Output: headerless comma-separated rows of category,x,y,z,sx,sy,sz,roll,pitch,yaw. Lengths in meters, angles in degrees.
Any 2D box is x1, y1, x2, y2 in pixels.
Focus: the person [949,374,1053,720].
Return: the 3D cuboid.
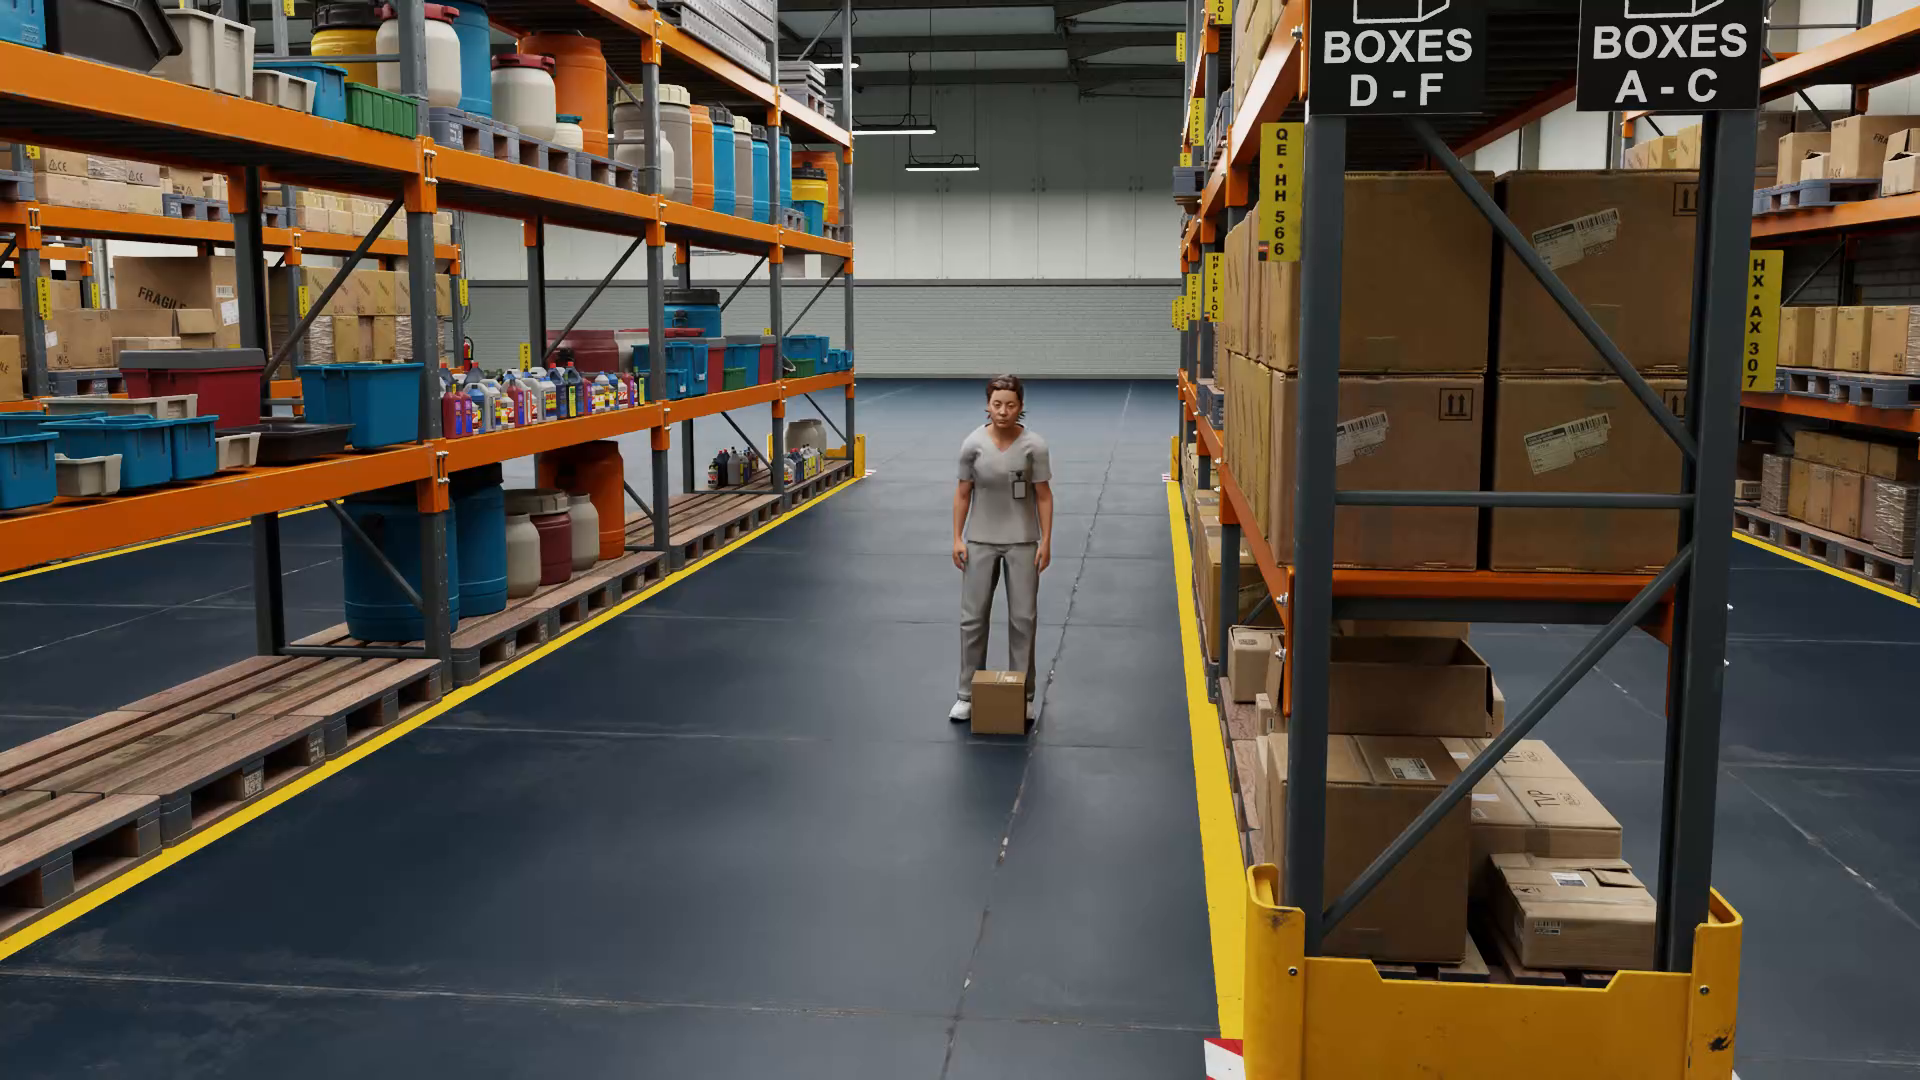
person,0.203,0.033,8.053,0.488,1.673,0.355,1,8,6
